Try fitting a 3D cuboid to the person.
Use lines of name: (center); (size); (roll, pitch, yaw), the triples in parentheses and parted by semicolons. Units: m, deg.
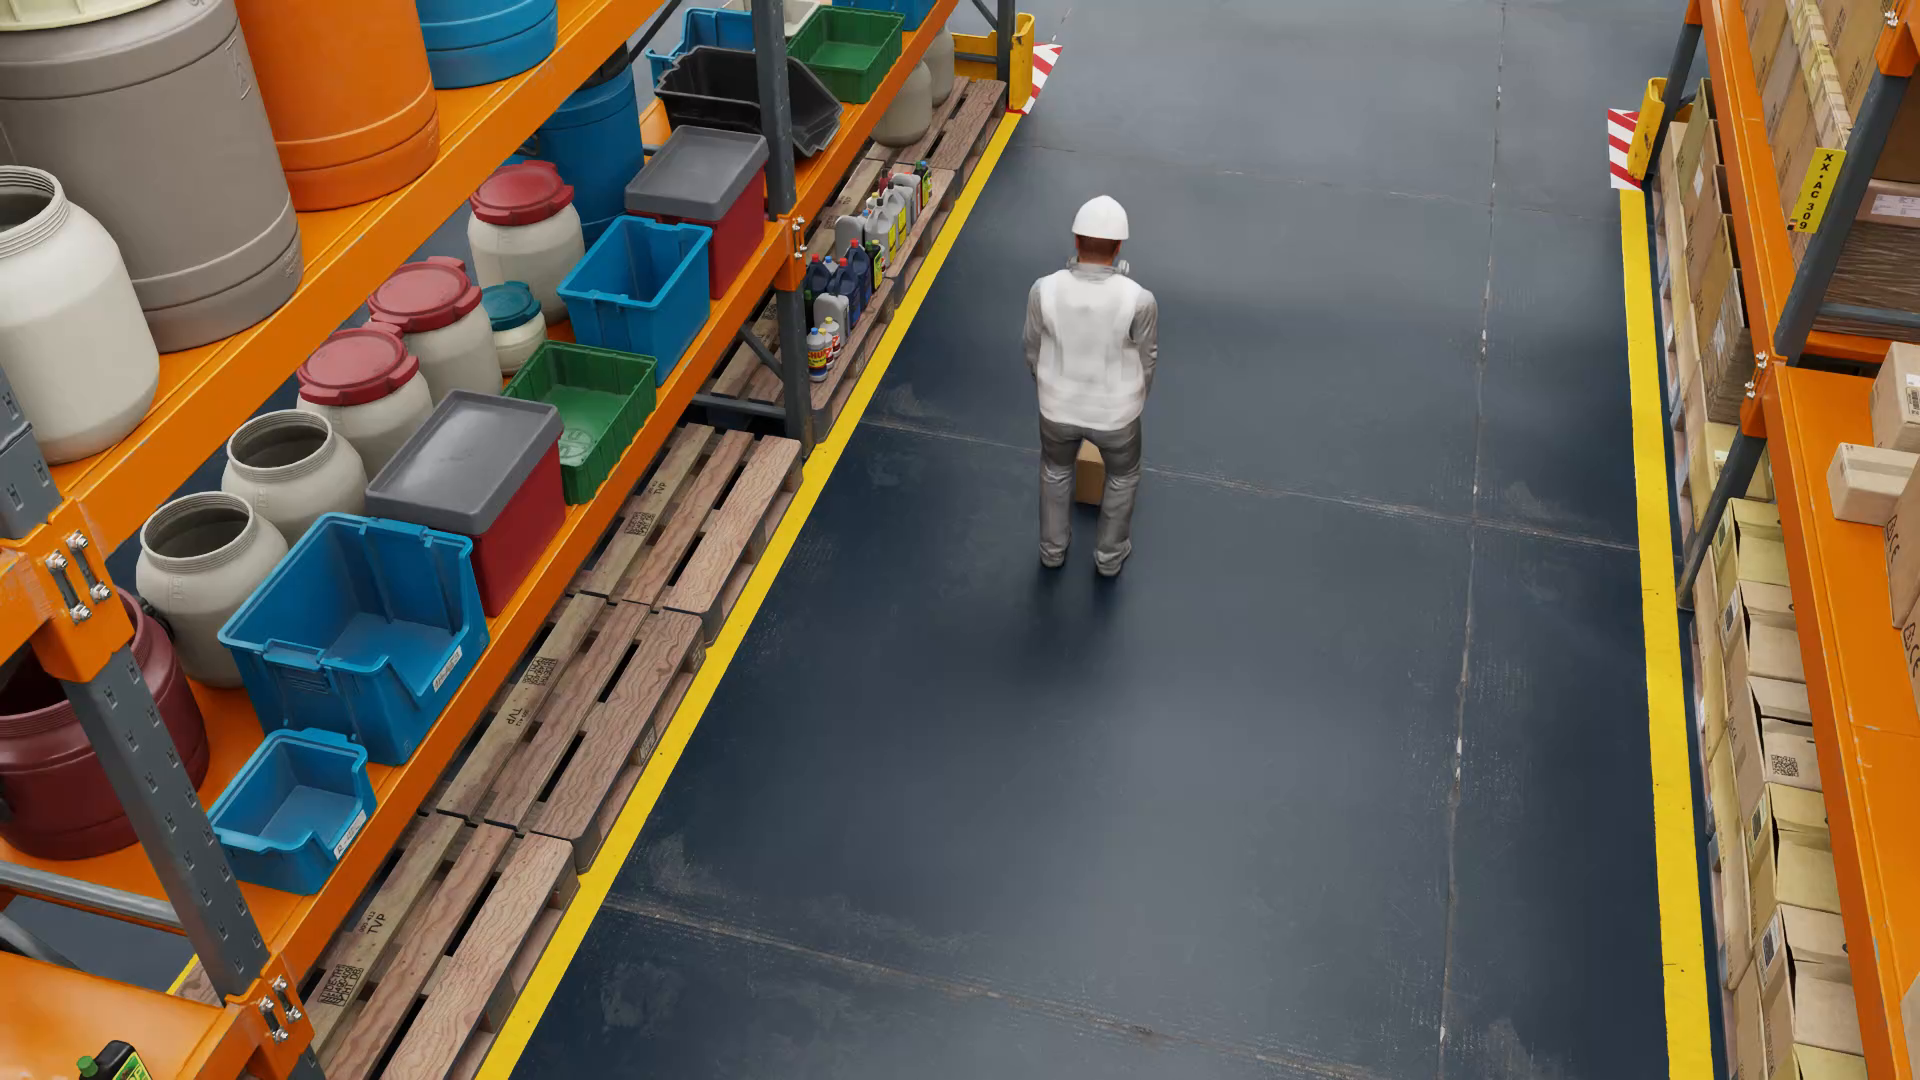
person: (0.524, -0.594, 6.876); (0.560, 1.719, 0.476); (11, 42, 12)
